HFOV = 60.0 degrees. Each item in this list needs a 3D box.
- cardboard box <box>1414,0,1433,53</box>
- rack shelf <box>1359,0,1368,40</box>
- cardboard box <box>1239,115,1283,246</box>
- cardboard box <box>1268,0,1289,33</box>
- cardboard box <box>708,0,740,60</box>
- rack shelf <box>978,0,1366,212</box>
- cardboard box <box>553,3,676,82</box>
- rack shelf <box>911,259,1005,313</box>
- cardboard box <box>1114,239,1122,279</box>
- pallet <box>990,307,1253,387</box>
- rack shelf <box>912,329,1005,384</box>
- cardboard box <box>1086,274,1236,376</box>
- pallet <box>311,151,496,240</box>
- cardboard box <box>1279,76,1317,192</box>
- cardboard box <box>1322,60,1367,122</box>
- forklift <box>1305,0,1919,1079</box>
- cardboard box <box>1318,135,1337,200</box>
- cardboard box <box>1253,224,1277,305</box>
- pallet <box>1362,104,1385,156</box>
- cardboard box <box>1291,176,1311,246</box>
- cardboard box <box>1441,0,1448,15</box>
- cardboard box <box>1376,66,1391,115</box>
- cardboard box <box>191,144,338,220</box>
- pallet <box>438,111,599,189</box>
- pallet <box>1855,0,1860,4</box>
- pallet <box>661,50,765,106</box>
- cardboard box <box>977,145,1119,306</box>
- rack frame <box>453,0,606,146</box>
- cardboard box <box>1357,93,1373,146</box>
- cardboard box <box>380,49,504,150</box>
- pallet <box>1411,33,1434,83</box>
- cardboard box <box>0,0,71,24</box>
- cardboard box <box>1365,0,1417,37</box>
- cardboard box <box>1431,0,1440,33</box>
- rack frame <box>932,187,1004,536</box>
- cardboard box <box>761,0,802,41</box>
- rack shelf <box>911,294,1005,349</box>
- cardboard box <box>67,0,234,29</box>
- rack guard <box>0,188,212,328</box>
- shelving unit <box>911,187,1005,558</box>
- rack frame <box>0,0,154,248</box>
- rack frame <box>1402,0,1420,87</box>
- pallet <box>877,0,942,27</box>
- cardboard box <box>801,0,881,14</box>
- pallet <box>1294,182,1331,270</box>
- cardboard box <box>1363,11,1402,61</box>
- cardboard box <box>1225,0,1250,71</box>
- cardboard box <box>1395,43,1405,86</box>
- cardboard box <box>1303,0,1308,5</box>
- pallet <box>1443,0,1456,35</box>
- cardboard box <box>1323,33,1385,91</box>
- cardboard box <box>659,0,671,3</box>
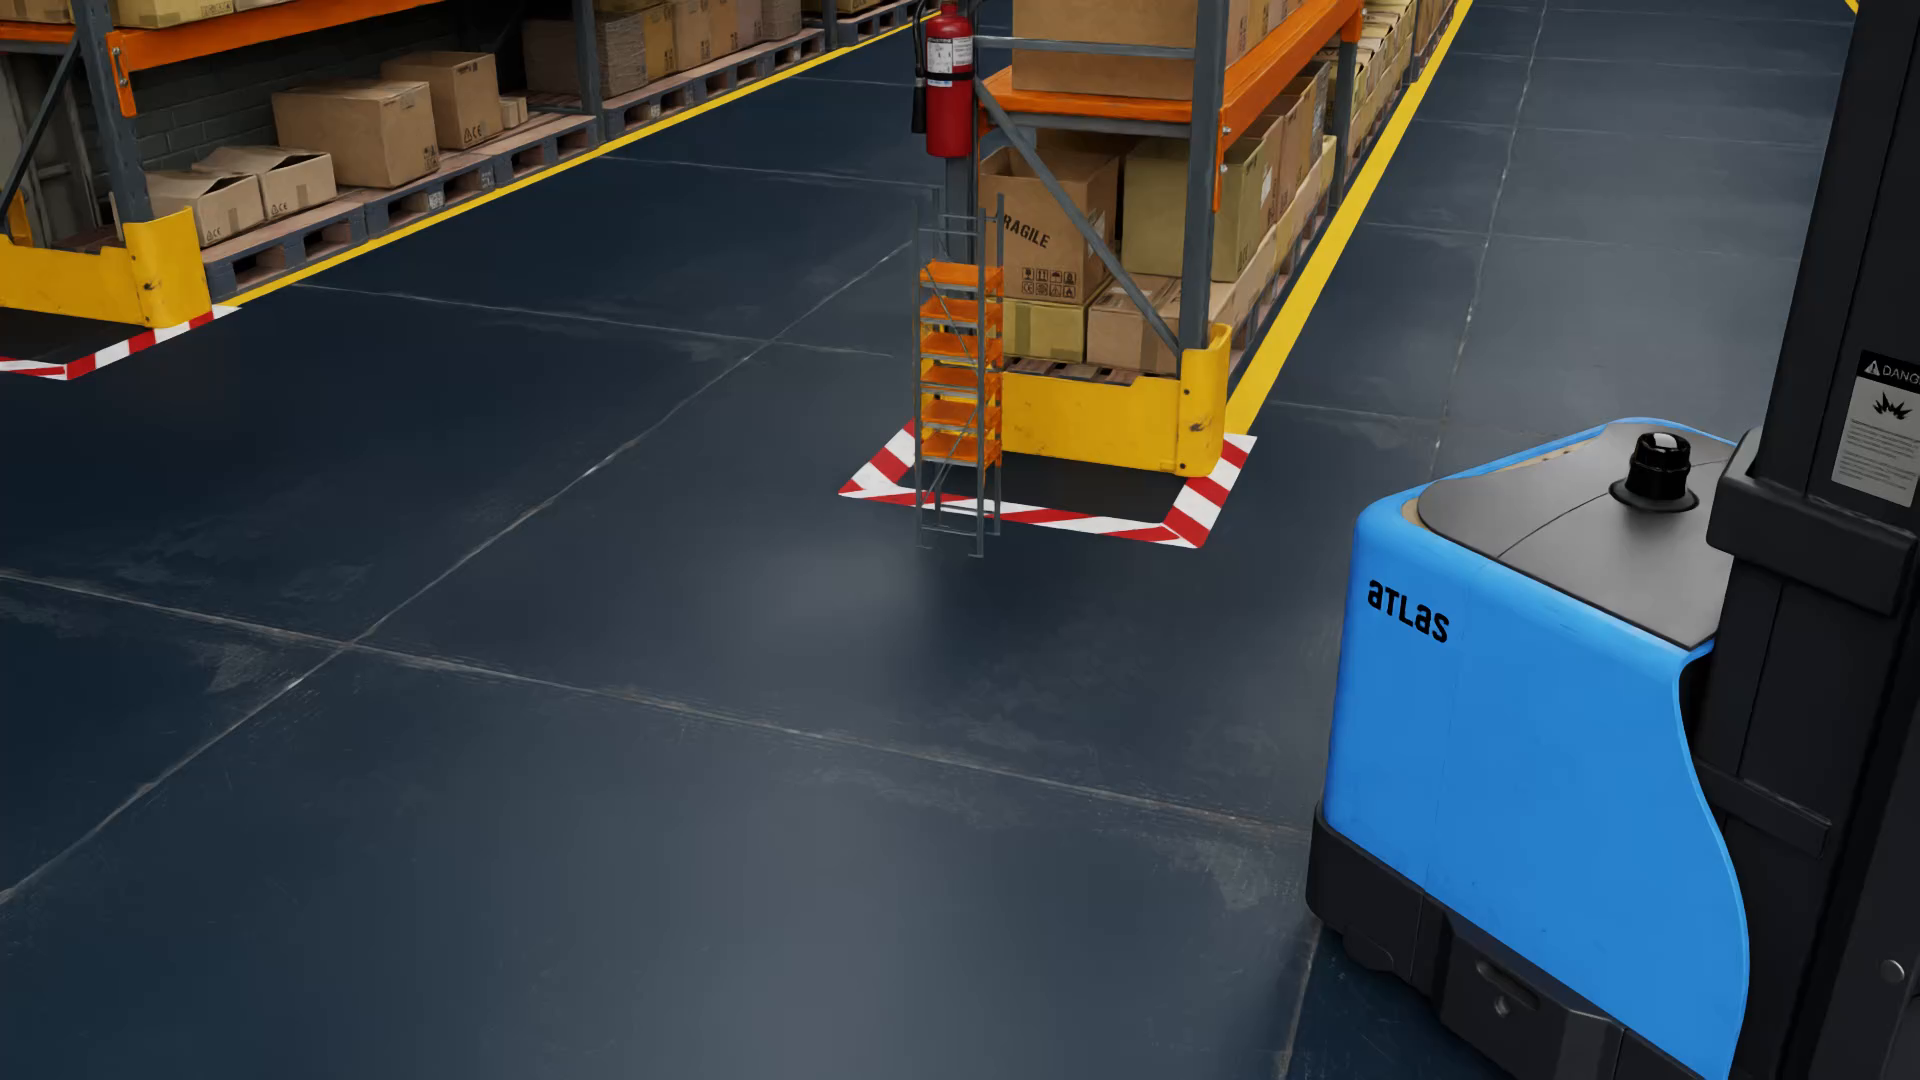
[{"bbox_3d":[3.521,-4.247,13.444,0.500,0.500,0.500,10,28,20],"label":"cardboard box"},{"bbox_3d":[2.435,-3.883,11.154,1.077,0.370,4.000,9,27,17],"label":"rack shelf"},{"bbox_3d":[1.145,-1.631,7.490,0.500,0.500,0.500,9,27,17],"label":"cardboard box"},{"bbox_3d":[1.118,-2.613,7.590,0.700,0.500,0.500,10,27,19],"label":"cardboard box"},{"bbox_3d":[-2.183,-4.112,13.164,0.700,0.500,0.500,9,27,17],"label":"cardboard box"},{"bbox_3d":[1.104,-2.239,7.759,1.077,0.370,4.000,9,27,17],"label":"rack shelf"},{"bbox_3d":[-2.550,-3.699,12.312,0.700,0.500,0.500,8,27,16],"label":"cardboard box"},{"bbox_3d":[-0.005,-0.818,5.339,0.258,0.103,0.180,9,27,17],"label":"rack shelf"},{"bbox_3d":[0.493,-1.163,7.384,0.500,0.250,0.500,9,27,17],"label":"cardboard box"},{"bbox_3d":[0.653,-0.807,7.173,1.003,0.211,1.213,9,27,17],"label":"pallet"},{"bbox_3d":[-0.005,-0.602,5.443,0.258,0.103,0.180,9,27,17],"label":"rack shelf"},{"bbox_3d":[0.826,-0.881,6.800,0.500,0.250,0.500,9,27,17],"label":"cardboard box"},{"bbox_3d":[-3.498,-2.063,9.768,1.003,0.211,1.213,9,27,17],"label":"pallet"},{"bbox_3d":[1.481,-2.042,8.338,0.500,0.500,0.500,9,27,17],"label":"cardboard box"},{"bbox_3d":[2.142,-2.723,9.961,0.500,0.311,0.500,9,27,18],"label":"cardboard box"},{"bbox_3d":[2.047,-0.013,2.413,1.130,2.935,3.031,-17,30,-31],"label":"forklift"},{"bbox_3d":[1.821,-2.114,9.348,0.500,0.250,0.500,9,27,17],"label":"cardboard box"},{"bbox_3d":[1.156,-1.292,7.650,0.500,0.250,0.500,9,27,17],"label":"cardboard box"},{"bbox_3d":[2.382,-2.941,11.583,1.003,0.211,1.213,9,27,17],"label":"pallet"},{"bbox_3d":[1.493,-1.703,8.498,0.500,0.250,0.500,9,27,17],"label":"cardboard box"},{"bbox_3d":[4.198,-5.093,15.191,0.500,0.500,0.500,9,27,18],"label":"cardboard box"},{"bbox_3d":[2.648,-3.098,11.380,0.500,0.250,0.500,9,27,18],"label":"cardboard box"},{"bbox_3d":[-3.730,-1.951,8.919,0.500,0.311,0.500,11,28,22],"label":"cardboard box"},{"bbox_3d":[-3.094,-2.566,10.807,1.003,0.211,1.213,9,27,17],"label":"pallet"},{"bbox_3d":[9.714,-5.509,16.885,1.003,0.211,1.213,9,27,17],"label":"pallet"},{"bbox_3d":[-2.241,-3.670,13.088,1.003,0.211,1.213,9,27,17],"label":"pallet"},{"bbox_3d":[0.336,-1.294,6.793,0.500,0.500,0.500,9,27,17],"label":"cardboard box"},{"bbox_3d":[-2.903,-4.102,10.780,1.000,3.000,0.127,9,27,17],"label":"rack frame"},{"bbox_3d":[2.308,-2.676,10.509,0.500,0.250,0.500,9,27,19],"label":"cardboard box"},{"bbox_3d":[-3.211,-2.743,10.336,0.500,0.500,0.500,7,27,14],"label":"cardboard box"},{"bbox_3d":[3.384,-4.075,13.924,1.003,0.211,1.213,9,27,17],"label":"pallet"},{"bbox_3d":[-4.262,-2.620,7.868,0.500,0.250,0.500,9,27,18],"label":"cardboard box"},{"bbox_3d":[3.158,-3.982,12.561,0.500,0.311,0.500,9,27,19],"label":"cardboard box"},{"bbox_3d":[3.862,-4.669,14.314,0.500,0.500,0.500,8,27,17],"label":"cardboard box"},{"bbox_3d":[0.026,-0.572,5.554,0.240,1.200,0.006,9,27,17],"label":"rack frame"},{"bbox_3d":[-1.763,-4.515,13.997,0.700,0.500,0.500,9,27,18],"label":"cardboard box"},{"bbox_3d":[-0.005,-0.710,5.391,0.258,0.103,0.180,9,27,17],"label":"rack shelf"},{"bbox_3d":[-3.773,-2.554,7.732,0.500,0.250,0.500,8,27,16],"label":"cardboard box"},{"bbox_3d":[-4.209,-1.364,7.994,1.175,0.500,0.348,9,27,17],"label":"rack guard"},{"bbox_3d":[-0.005,-0.534,5.476,0.258,1.200,0.189,9,27,17],"label":"shelving unit"},{"bbox_3d":[-4.235,-2.458,7.385,1.000,3.000,0.127,9,27,17],"label":"rack frame"},{"bbox_3d":[3.100,-5.029,12.694,1.000,3.000,0.127,9,27,17],"label":"rack frame"},{"bbox_3d":[-0.831,-5.303,16.461,1.003,0.211,1.213,9,27,17],"label":"pallet"},{"bbox_3d":[-1.204,-5.250,15.137,0.750,0.750,0.750,8,27,17],"label":"cardboard box"},{"bbox_3d":[1.465,-1.809,9.244,1.003,0.211,1.213,9,27,17],"label":"pallet"},{"bbox_3d":[2.821,-3.560,11.691,0.500,0.311,0.500,9,27,17],"label":"cardboard box"},{"bbox_3d":[0.776,-2.193,6.722,0.700,0.500,0.500,9,27,19],"label":"cardboard box"},{"bbox_3d":[2.987,-3.516,12.244,0.500,0.250,0.500,8,27,17],"label":"cardboard box"},{"bbox_3d":[1.458,-3.029,8.449,0.700,0.500,0.500,8,27,17],"label":"cardboard box"},{"bbox_3d":[4.196,-5.078,15.995,1.003,0.211,1.213,9,27,17],"label":"pallet"},{"bbox_3d":[2.484,-3.140,10.824,0.500,0.311,0.500,8,27,16],"label":"cardboard box"},{"bbox_3d":[-2.361,-4.213,12.512,0.500,0.250,0.500,8,27,16],"label":"cardboard box"}]
